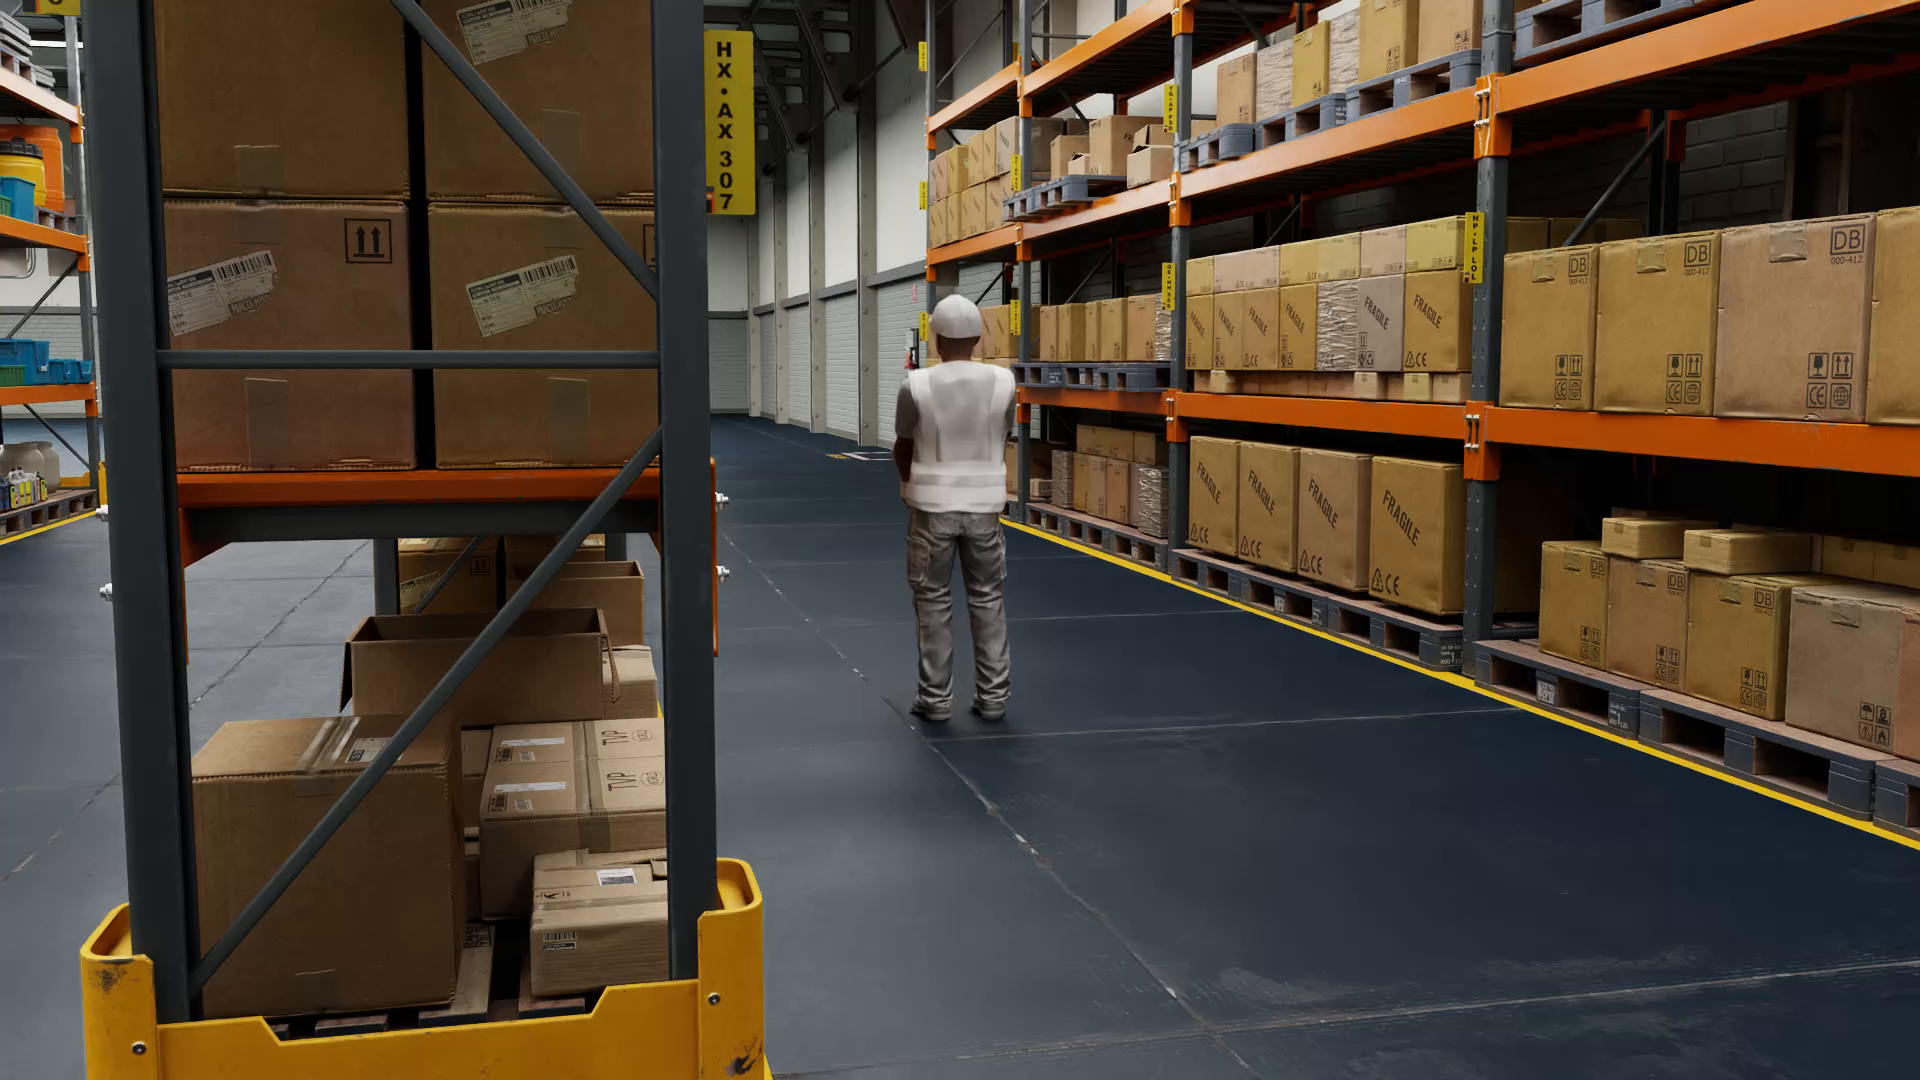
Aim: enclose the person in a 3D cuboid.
[{"bbox_3d":[-0.042,-0.137,7.078,0.503,1.788,0.565,-1,6,-14],"label":"person"}]
